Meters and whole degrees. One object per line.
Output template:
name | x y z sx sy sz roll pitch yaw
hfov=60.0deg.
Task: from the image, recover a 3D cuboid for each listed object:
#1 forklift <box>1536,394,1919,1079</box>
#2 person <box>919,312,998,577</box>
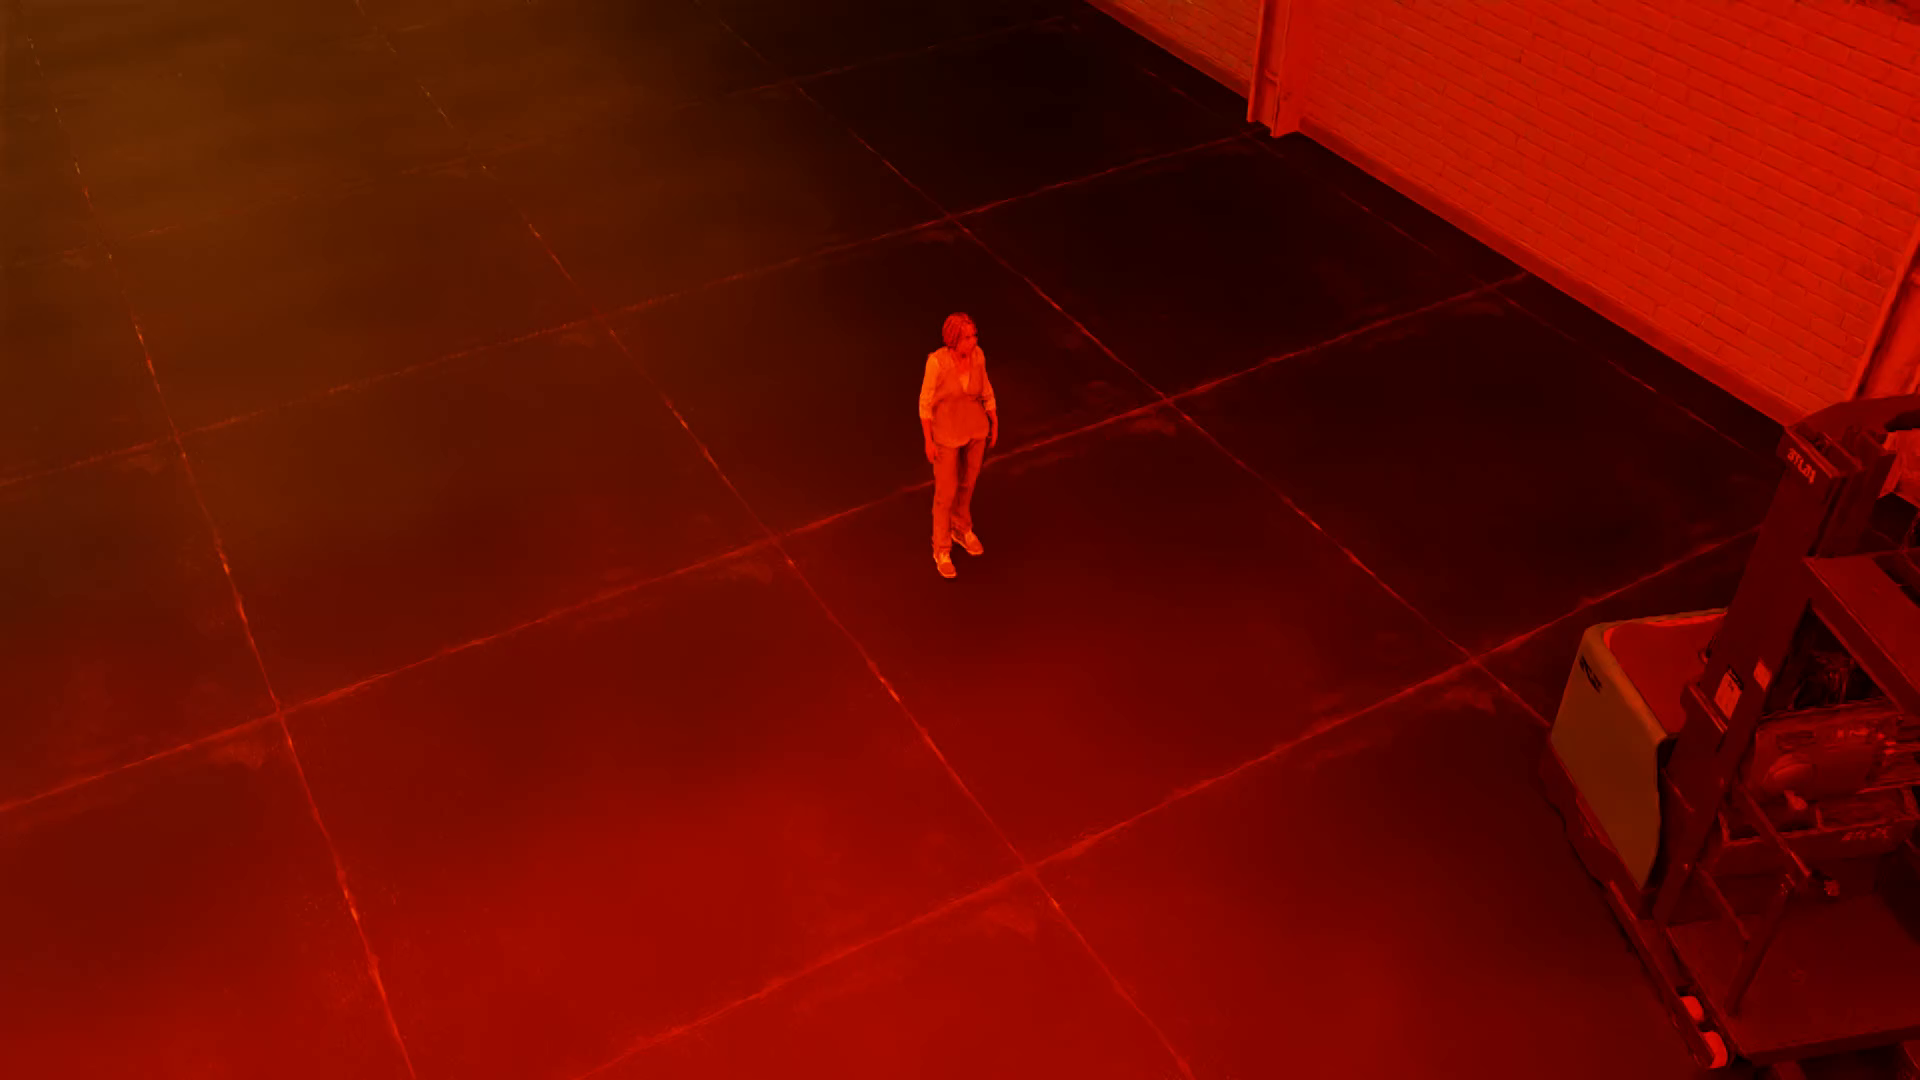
forklift | 3.801 0.987 6.846 1.130 2.935 3.031 -7 40 -8
person | 0.025 -0.575 9.763 0.521 1.597 0.474 -20 44 -23
